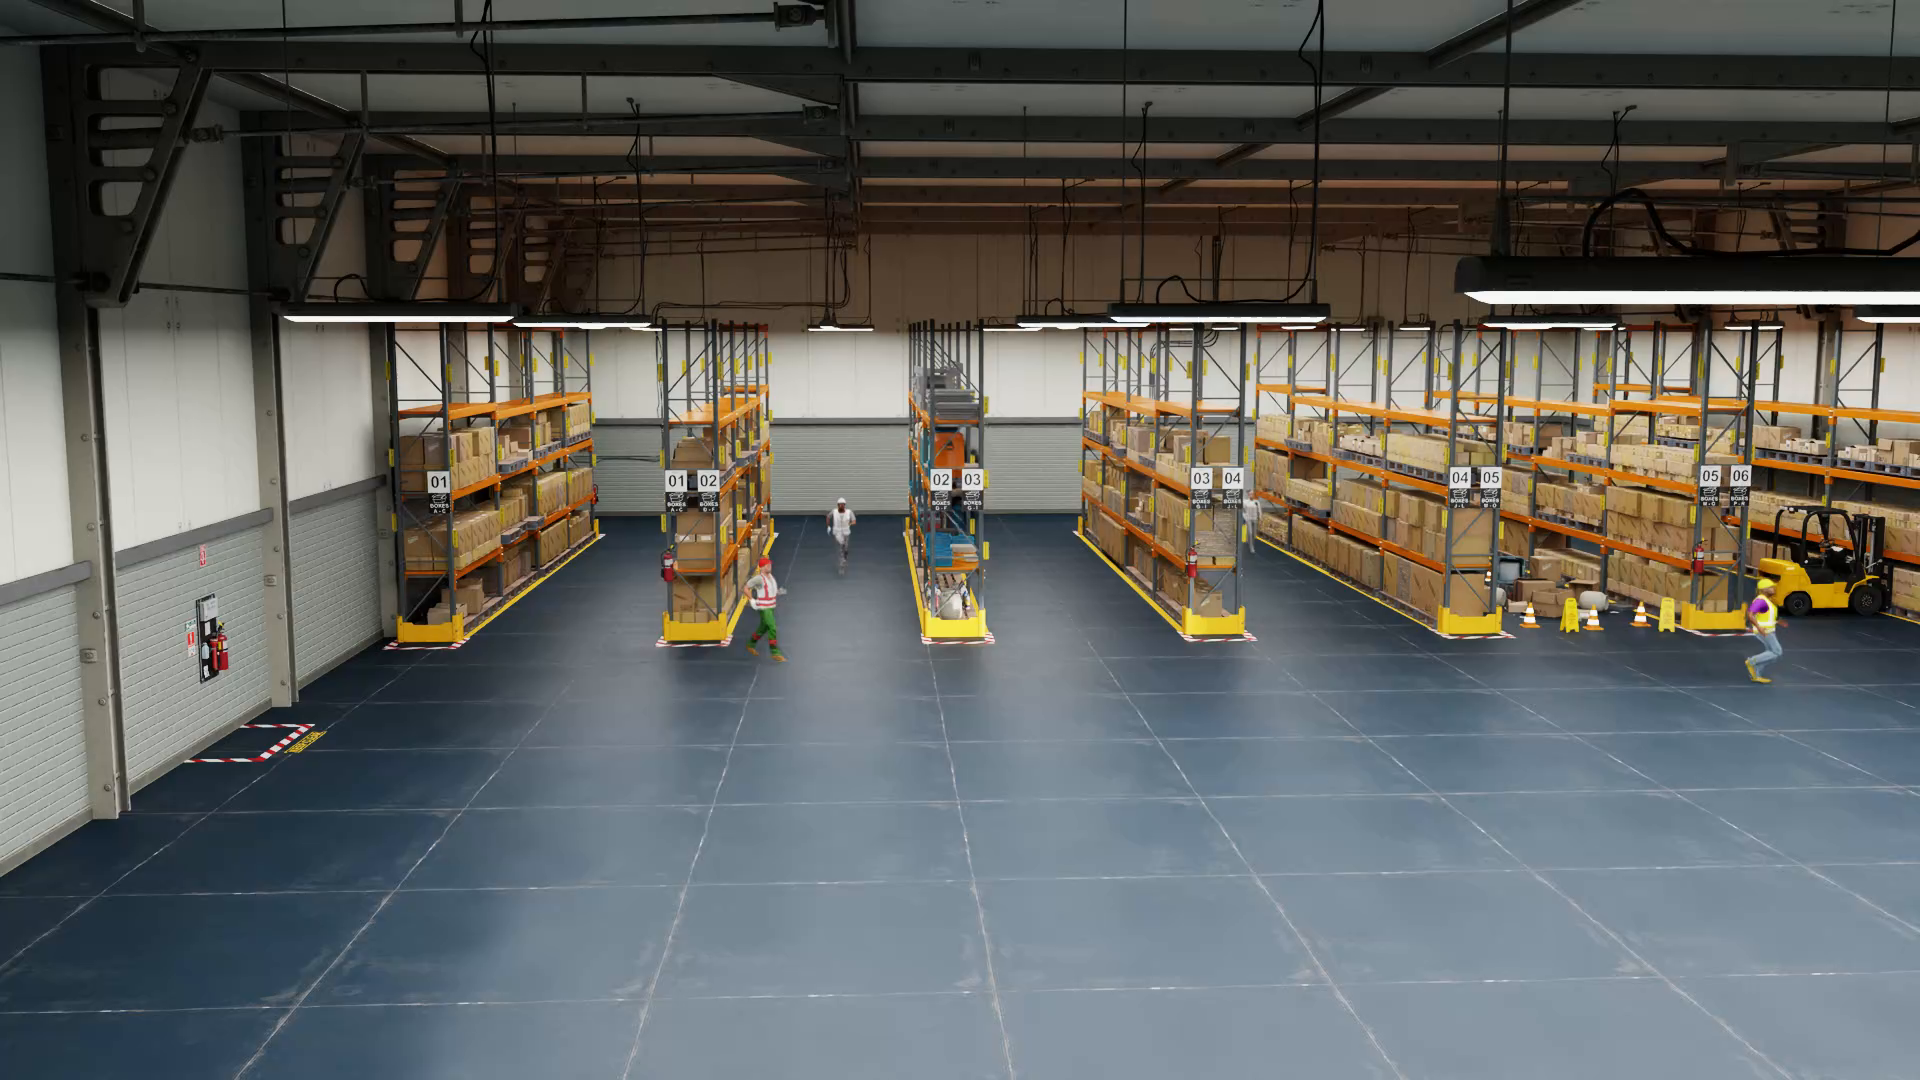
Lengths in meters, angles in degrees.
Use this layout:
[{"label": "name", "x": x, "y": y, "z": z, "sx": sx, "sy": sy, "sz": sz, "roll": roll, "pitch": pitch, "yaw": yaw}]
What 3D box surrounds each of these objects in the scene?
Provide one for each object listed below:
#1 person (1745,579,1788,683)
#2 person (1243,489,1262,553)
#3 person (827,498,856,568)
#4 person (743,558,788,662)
[{"label": "person", "x": 13.263, "y": 1.499, "z": 27.335, "sx": 0.576, "sy": 1.718, "sz": 0.698, "roll": 5, "pitch": 9, "yaw": 35}, {"label": "person", "x": 7.700, "y": -0.529, "z": 44.078, "sx": 0.618, "sy": 1.673, "sz": 0.677, "roll": -1, "pitch": 7, "yaw": -5}, {"label": "person", "x": -2.838, "y": -0.149, "z": 39.973, "sx": 0.683, "sy": 1.732, "sz": 1.003, "roll": -2, "pitch": 7, "yaw": -13}, {"label": "person", "x": -3.405, "y": 1.206, "z": 29.170, "sx": 0.931, "sy": 1.797, "sz": 0.661, "roll": 3, "pitch": 8, "yaw": 23}]
